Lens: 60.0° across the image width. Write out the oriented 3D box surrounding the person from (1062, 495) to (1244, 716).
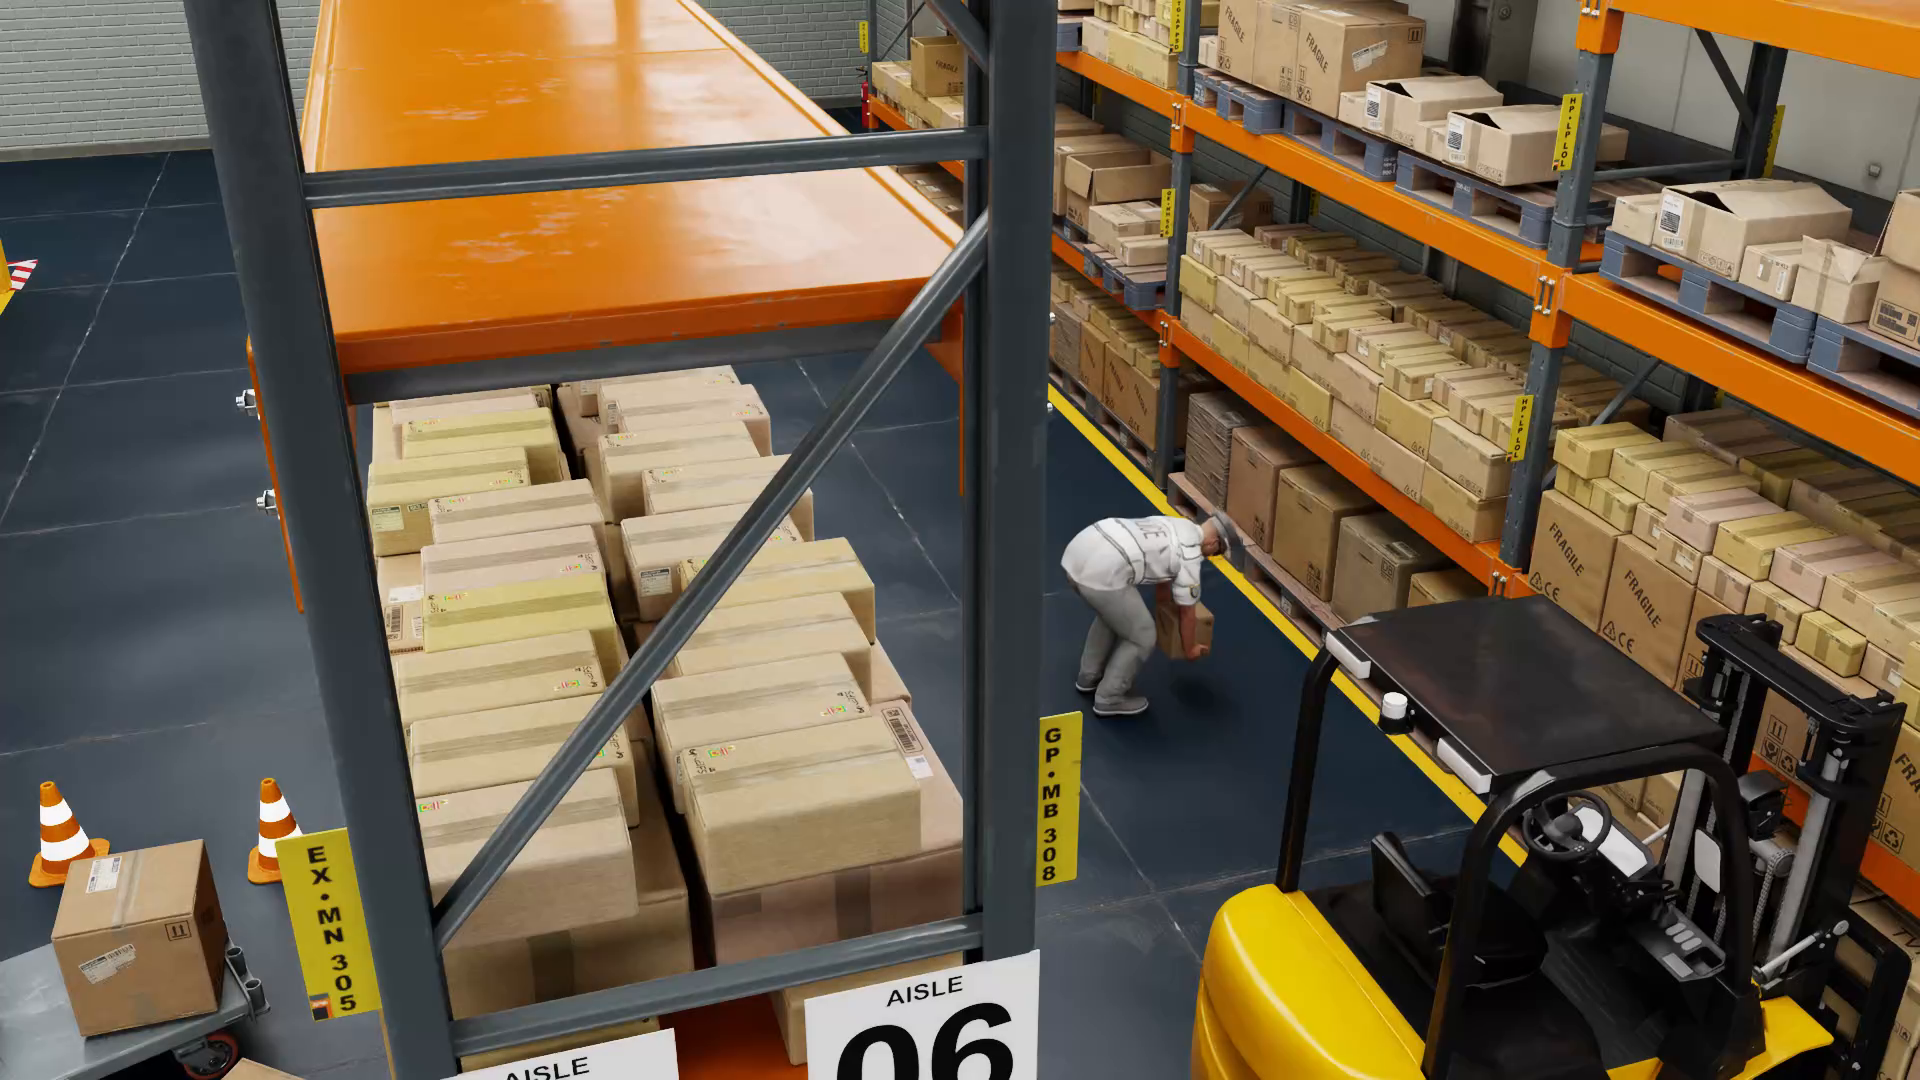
[{"bbox_3d":[1.097,0.352,9.322,1.016,1.153,0.494,-9,28,-18],"label":"person"}]
